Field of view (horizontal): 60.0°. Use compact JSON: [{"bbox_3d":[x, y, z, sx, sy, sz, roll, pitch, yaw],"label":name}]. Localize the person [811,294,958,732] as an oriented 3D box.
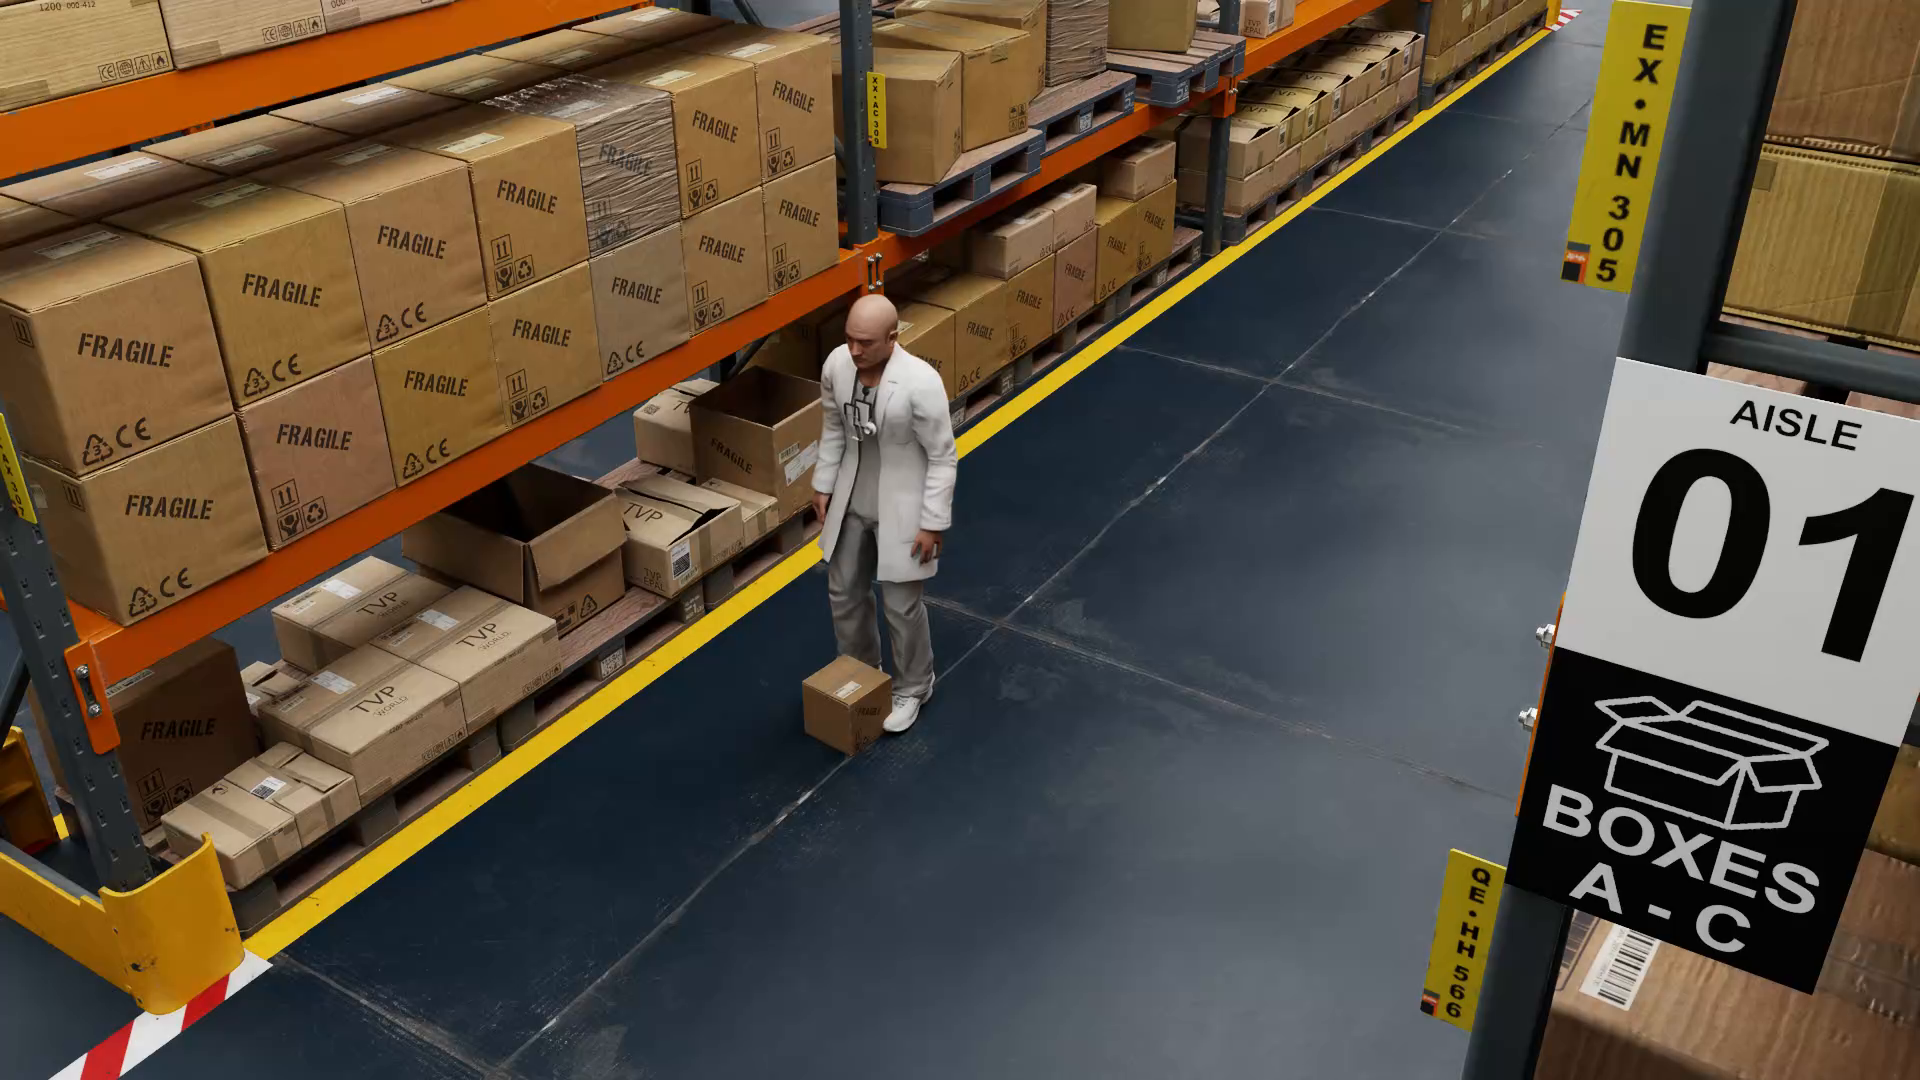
[{"bbox_3d":[-0.306,-0.117,6.348,0.640,1.773,0.422,19,35,30],"label":"person"}]
